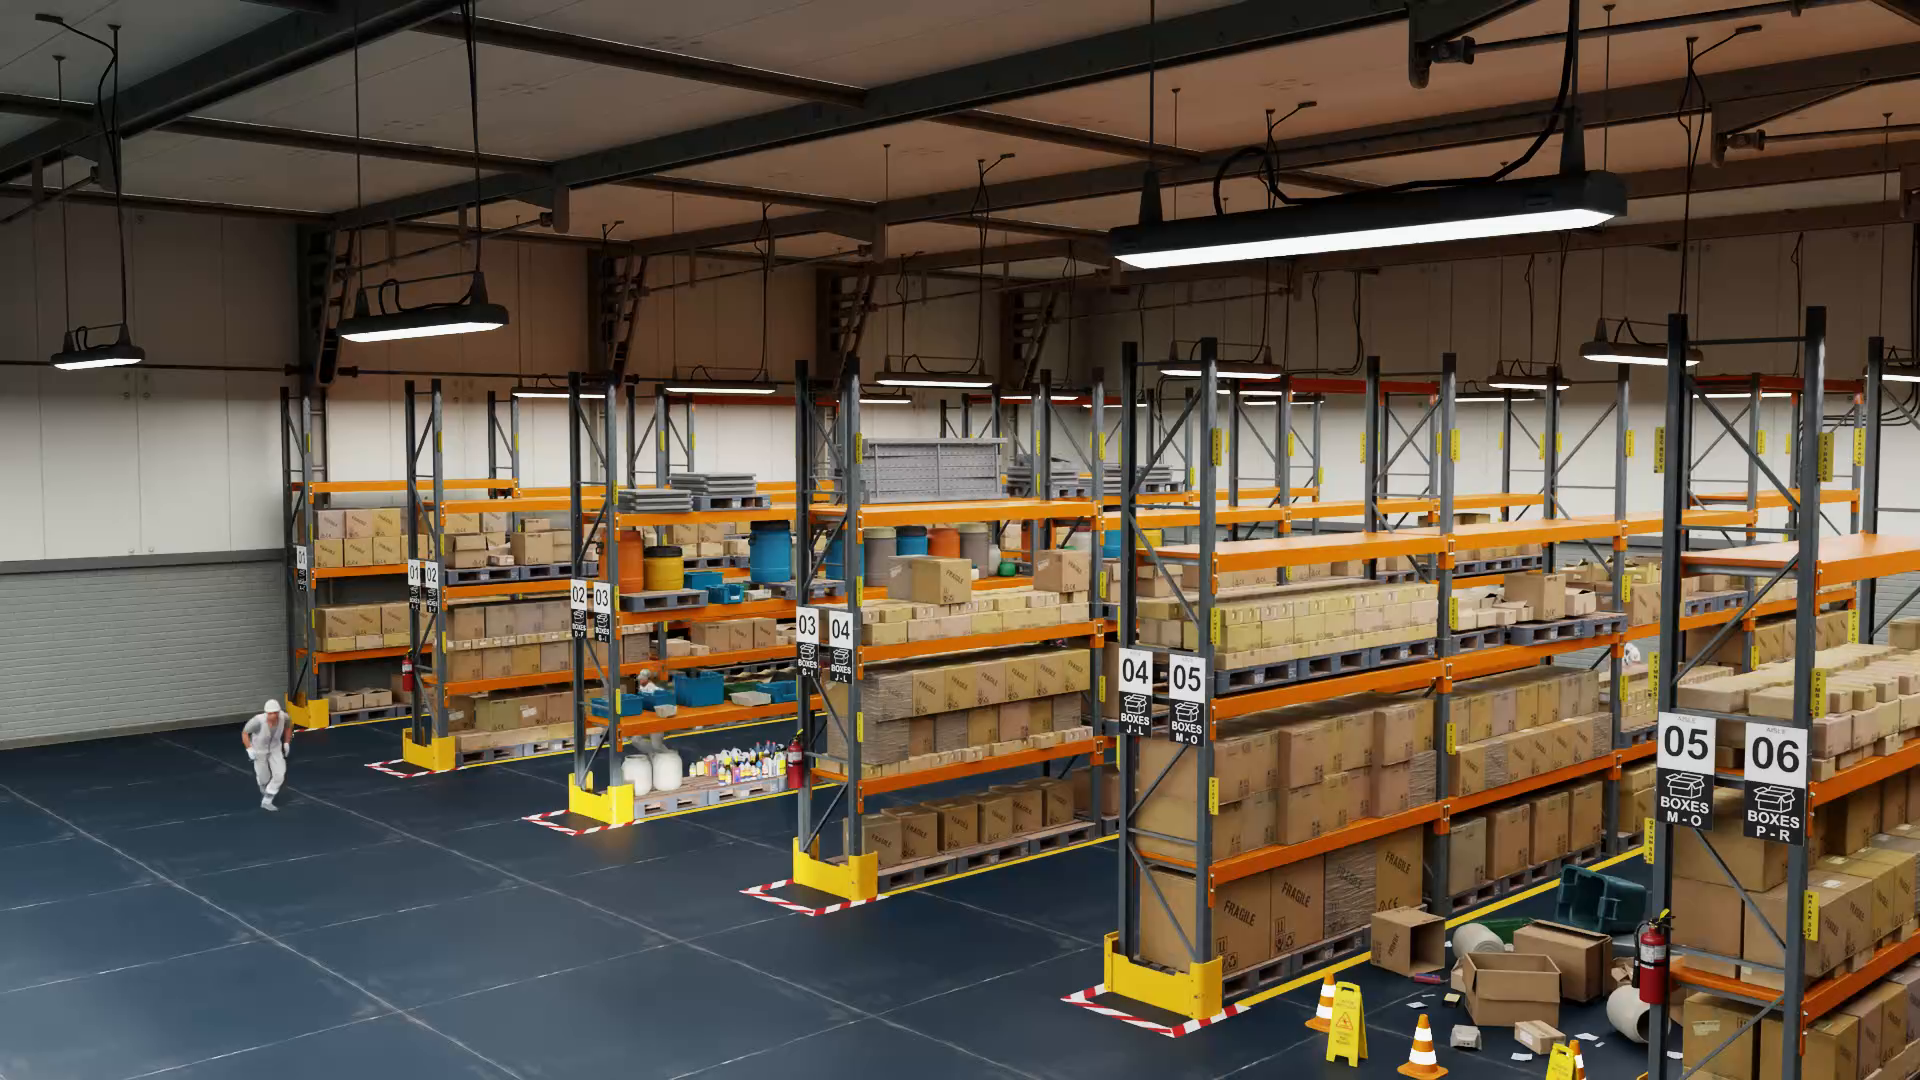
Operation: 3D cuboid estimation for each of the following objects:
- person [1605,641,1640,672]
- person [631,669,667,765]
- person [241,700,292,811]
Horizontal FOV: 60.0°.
[{"bbox_3d":[11.540,2.435,29.029,0.623,1.820,0.736,3,5,37],"label":"person"},{"bbox_3d":[-4.710,2.738,25.204,0.587,1.605,0.768,4,5,45],"label":"person"},{"bbox_3d":[-9.539,2.932,22.857,0.668,1.571,1.073,-3,5,-37],"label":"person"}]
